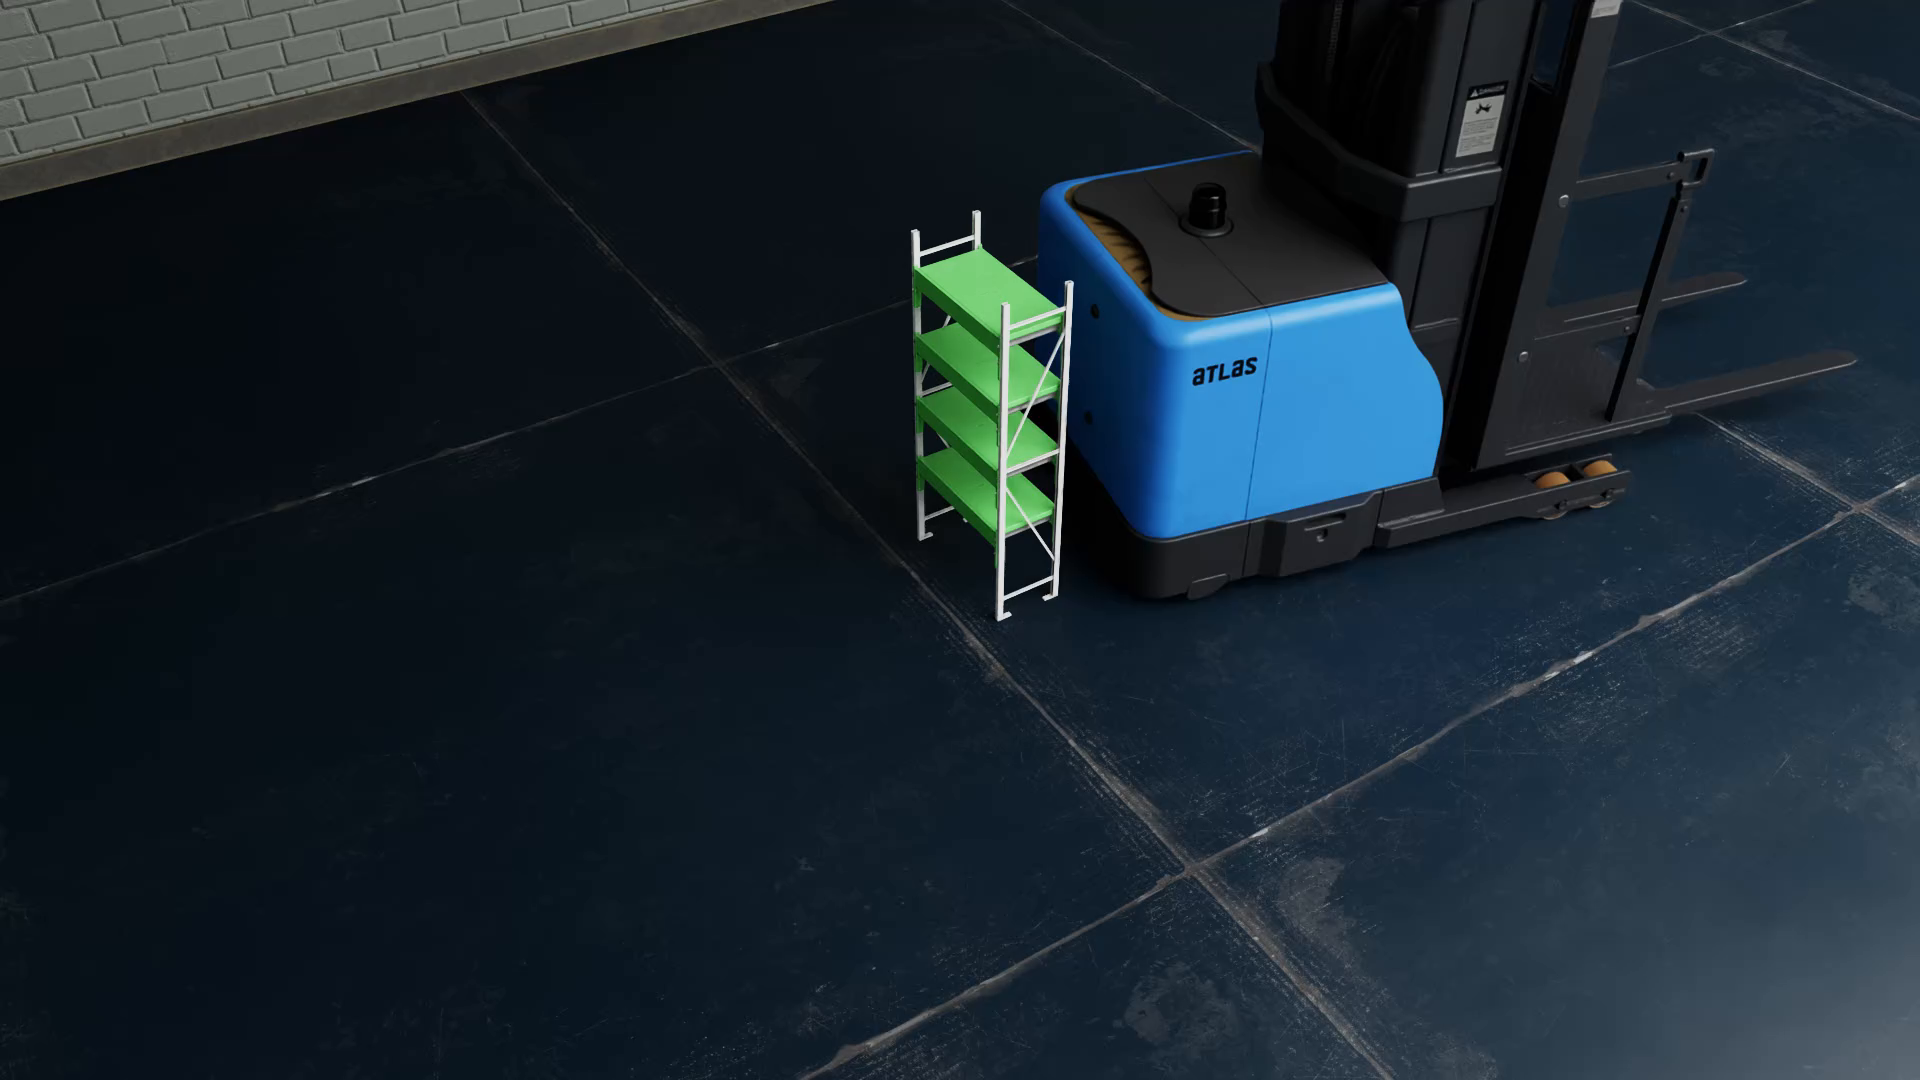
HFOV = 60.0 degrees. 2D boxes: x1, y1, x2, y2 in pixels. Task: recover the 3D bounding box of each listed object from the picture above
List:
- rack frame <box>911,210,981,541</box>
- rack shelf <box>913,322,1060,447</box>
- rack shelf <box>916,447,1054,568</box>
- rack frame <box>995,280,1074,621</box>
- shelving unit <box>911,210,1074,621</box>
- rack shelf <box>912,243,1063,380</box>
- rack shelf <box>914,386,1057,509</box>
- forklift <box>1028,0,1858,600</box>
[{"bbox_3d":[-0.042,-0.503,5.417,0.240,1.200,0.015,-22,45,-24],"label":"rack frame"},{"bbox_3d":[0.089,-0.507,5.146,0.258,0.148,0.480,-22,45,-24],"label":"rack shelf"},{"bbox_3d":[0.089,-0.138,5.453,0.258,0.148,0.480,-22,45,-24],"label":"rack shelf"},{"bbox_3d":[0.220,-0.240,5.101,0.240,1.200,0.015,-22,45,-24],"label":"rack frame"},{"bbox_3d":[0.089,-0.372,5.259,0.258,1.200,0.503,-22,45,-24],"label":"shelving unit"},{"bbox_3d":[0.089,-0.691,4.992,0.258,0.148,0.480,-22,45,-24],"label":"rack shelf"},{"bbox_3d":[0.089,-0.323,5.300,0.258,0.148,0.480,-22,45,-24],"label":"rack shelf"},{"bbox_3d":[1.821,-1.504,5.265,3.031,2.935,1.130,-13,42,-15],"label":"forklift"}]
